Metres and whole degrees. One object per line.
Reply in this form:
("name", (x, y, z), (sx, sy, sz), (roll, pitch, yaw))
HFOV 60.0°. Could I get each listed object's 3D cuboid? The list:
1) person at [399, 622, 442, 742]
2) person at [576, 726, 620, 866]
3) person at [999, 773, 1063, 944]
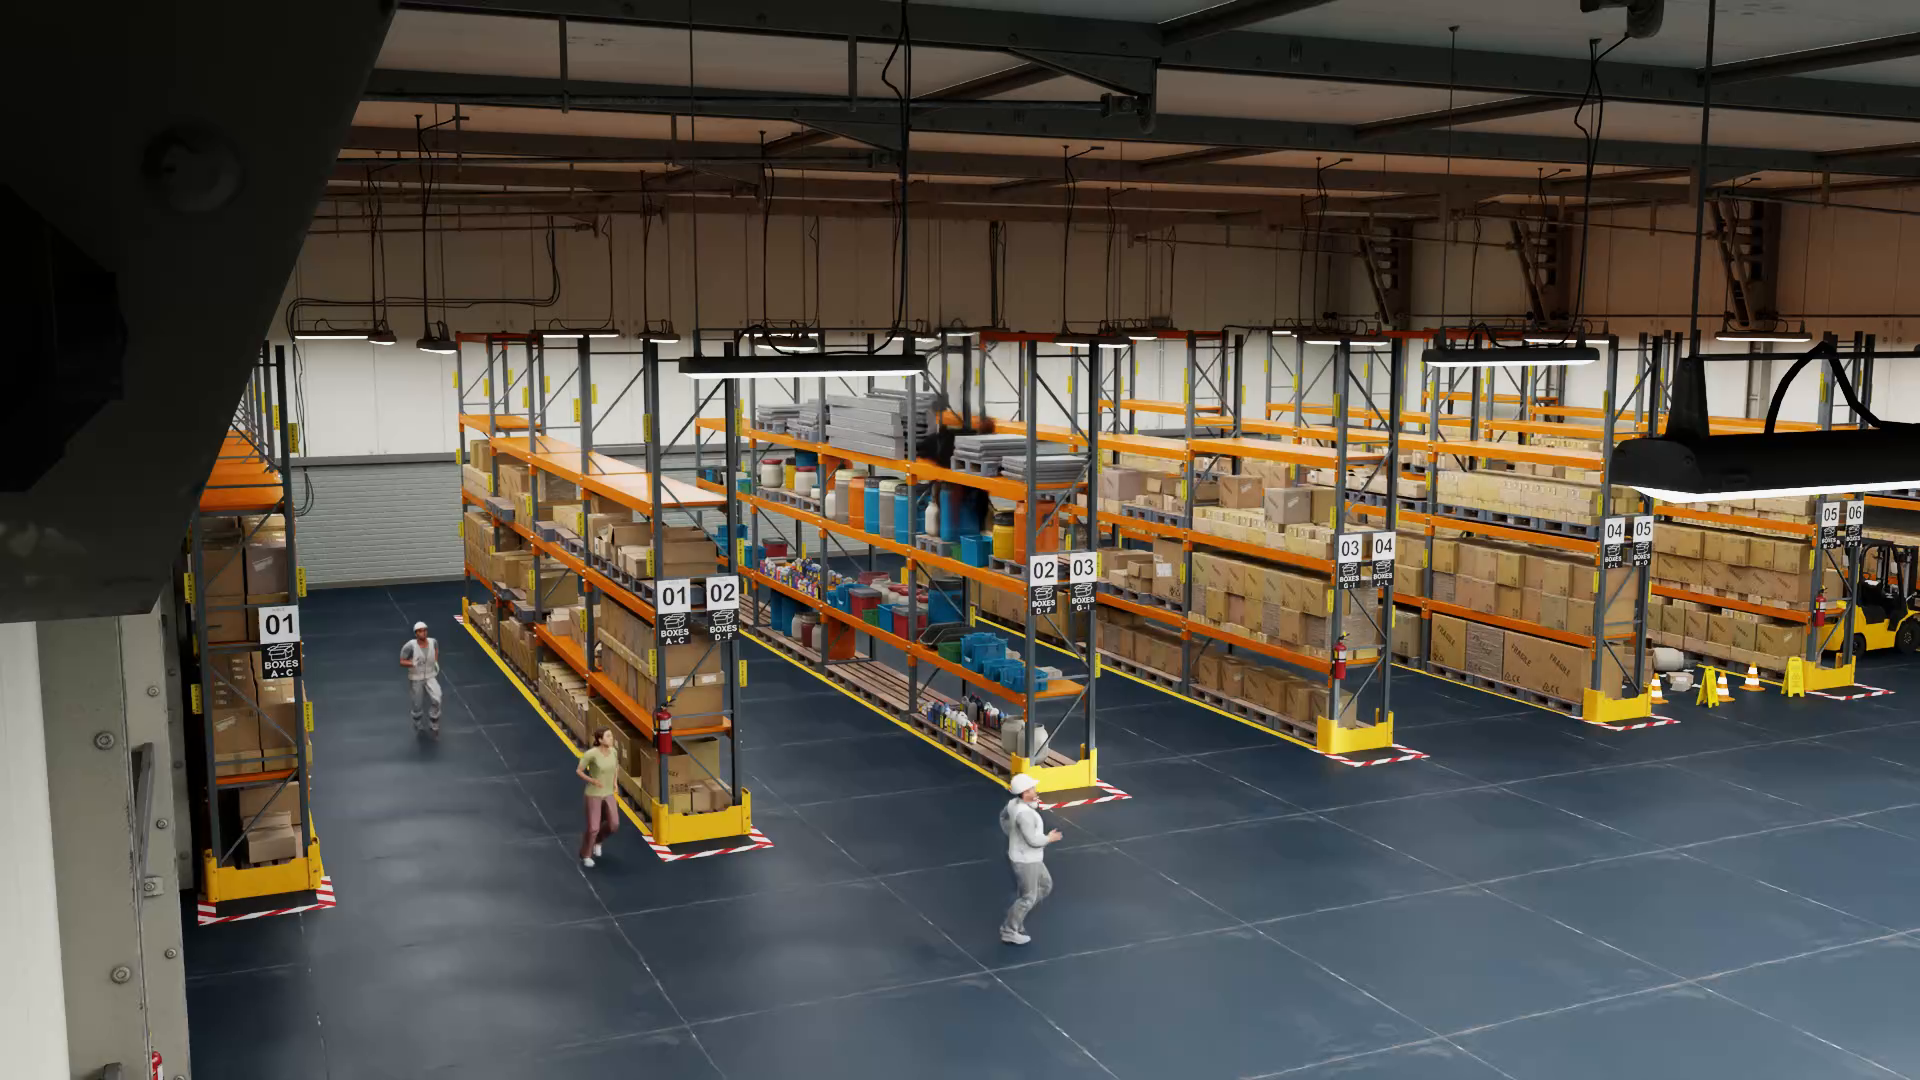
("person", (-8.078, 2.110, 24.906), (0.631, 1.823, 0.825), (-5, 9, -32))
("person", (-4.142, 2.953, 19.300), (0.584, 1.603, 0.521), (-6, 10, -39))
("person", (0.715, 3.204, 16.823), (0.636, 1.751, 0.662), (-1, 8, -4))
